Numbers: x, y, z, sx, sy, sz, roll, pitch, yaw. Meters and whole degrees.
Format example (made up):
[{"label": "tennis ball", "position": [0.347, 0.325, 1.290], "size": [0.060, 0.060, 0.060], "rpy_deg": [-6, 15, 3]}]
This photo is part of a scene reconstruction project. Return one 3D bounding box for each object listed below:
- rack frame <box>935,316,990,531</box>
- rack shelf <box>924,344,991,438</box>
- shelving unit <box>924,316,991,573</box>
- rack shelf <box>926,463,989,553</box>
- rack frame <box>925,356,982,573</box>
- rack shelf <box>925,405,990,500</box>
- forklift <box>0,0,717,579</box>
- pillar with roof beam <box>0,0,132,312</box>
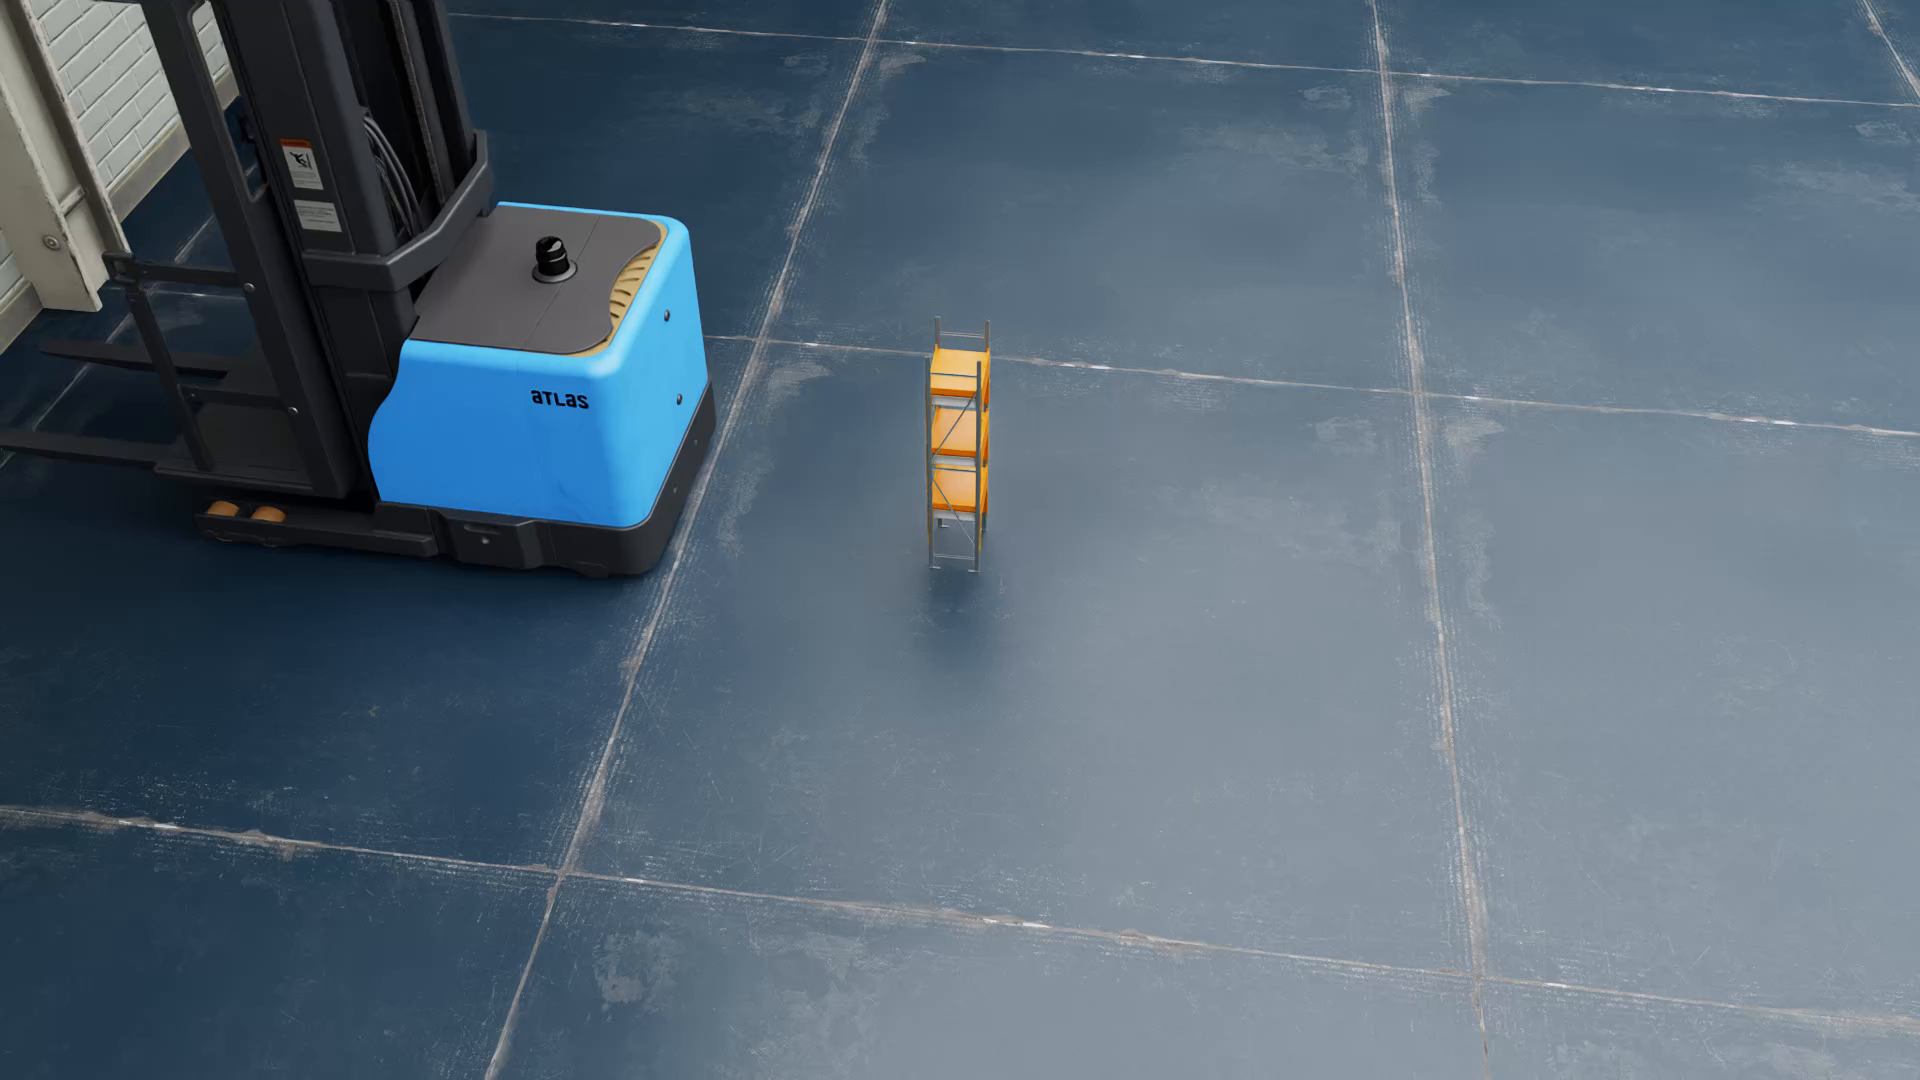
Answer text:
[{"label": "rack frame", "position": [0.009, -0.428, 6.438], "size": [0.200, 1.050, 0.008], "rpy_deg": [5, 44, 6]}, {"label": "rack shelf", "position": [-0.007, -0.543, 6.163], "size": [0.215, 0.259, 0.240], "rpy_deg": [5, 44, 6]}, {"label": "shelving unit", "position": [-0.007, -0.345, 6.351], "size": [0.215, 1.050, 0.252], "rpy_deg": [5, 44, 6]}, {"label": "rack shelf", "position": [-0.007, -0.135, 6.549], "size": [0.215, 0.259, 0.240], "rpy_deg": [5, 44, 6]}, {"label": "rack frame", "position": [-0.023, -0.262, 6.263], "size": [0.200, 1.050, 0.008], "rpy_deg": [5, 44, 6]}, {"label": "rack shelf", "position": [-0.007, -0.337, 6.358], "size": [0.215, 0.259, 0.240], "rpy_deg": [5, 44, 6]}, {"label": "forklift", "position": [-2.613, -1.388, 6.084], "size": [3.031, 2.935, 1.130], "rpy_deg": [6, 44, 7]}, {"label": "pillar with roof beam", "position": [0.046, -4.107, 4.543], "size": [9.100, 9.000, 0.400], "rpy_deg": [5, 44, 6]}]
